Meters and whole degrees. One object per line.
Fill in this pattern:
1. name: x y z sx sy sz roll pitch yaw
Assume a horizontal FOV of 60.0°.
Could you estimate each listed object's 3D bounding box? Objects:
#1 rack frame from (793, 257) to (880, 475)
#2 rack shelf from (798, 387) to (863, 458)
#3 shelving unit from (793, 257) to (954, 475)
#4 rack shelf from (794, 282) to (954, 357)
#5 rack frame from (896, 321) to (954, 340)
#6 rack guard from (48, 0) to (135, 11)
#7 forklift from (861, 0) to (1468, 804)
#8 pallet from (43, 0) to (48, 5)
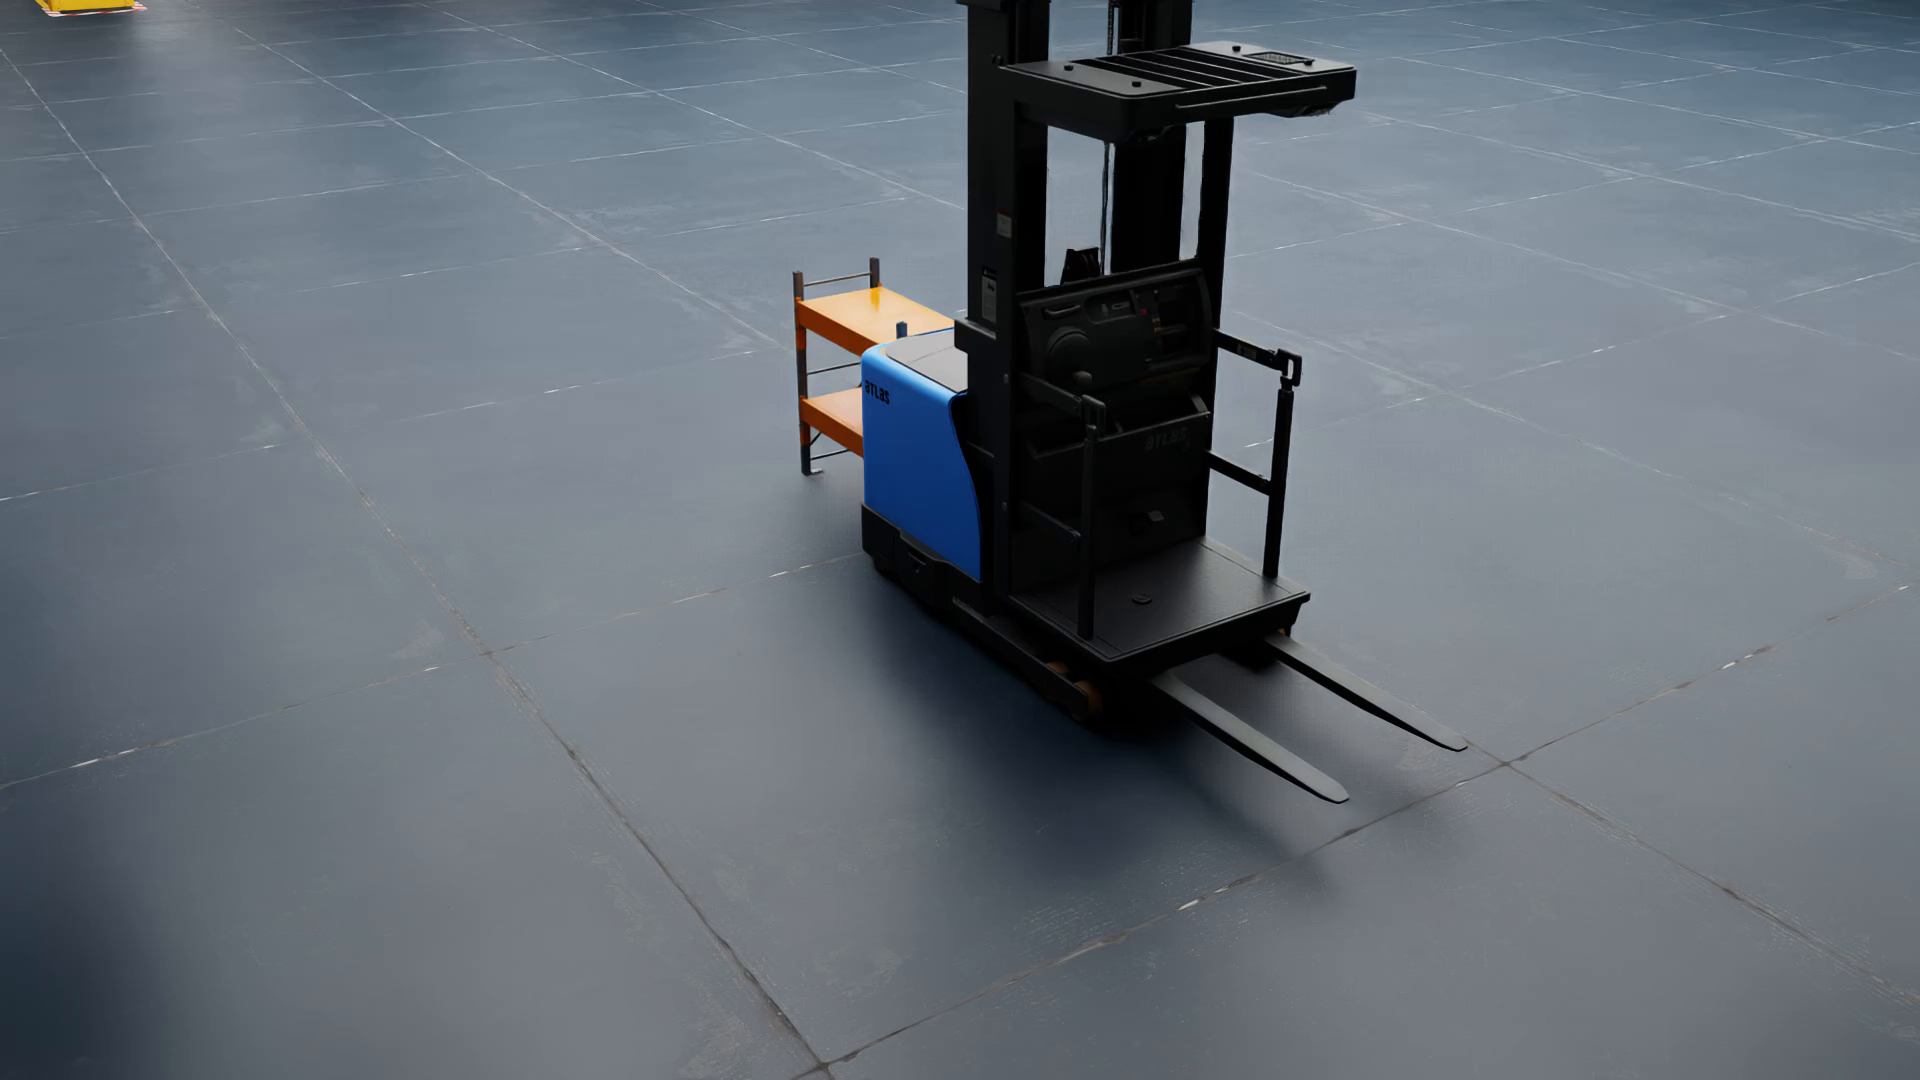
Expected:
1. rack frame: -0.642 -0.924 8.889 0.500 1.125 0.032 -16 30 -30
2. rack shelf: -0.362 -0.521 8.609 0.538 0.278 1.000 -16 30 -30
3. shelving unit: -0.362 -0.742 8.505 0.538 1.125 1.048 -16 30 -30
4. rack shelf: -0.362 -1.007 8.380 0.538 0.278 1.000 -16 30 -30
5. rack frame: -0.082 -0.561 8.122 0.500 1.125 0.032 -16 30 -30
6. rack guard: -13.384 -8.443 25.550 1.175 0.500 0.348 -16 29 -30
7. forklift: 0.761 -0.825 6.565 1.130 2.935 3.031 -16 30 -30
8. pallet: -13.850 -8.585 26.188 1.003 0.211 1.213 -16 29 -30
